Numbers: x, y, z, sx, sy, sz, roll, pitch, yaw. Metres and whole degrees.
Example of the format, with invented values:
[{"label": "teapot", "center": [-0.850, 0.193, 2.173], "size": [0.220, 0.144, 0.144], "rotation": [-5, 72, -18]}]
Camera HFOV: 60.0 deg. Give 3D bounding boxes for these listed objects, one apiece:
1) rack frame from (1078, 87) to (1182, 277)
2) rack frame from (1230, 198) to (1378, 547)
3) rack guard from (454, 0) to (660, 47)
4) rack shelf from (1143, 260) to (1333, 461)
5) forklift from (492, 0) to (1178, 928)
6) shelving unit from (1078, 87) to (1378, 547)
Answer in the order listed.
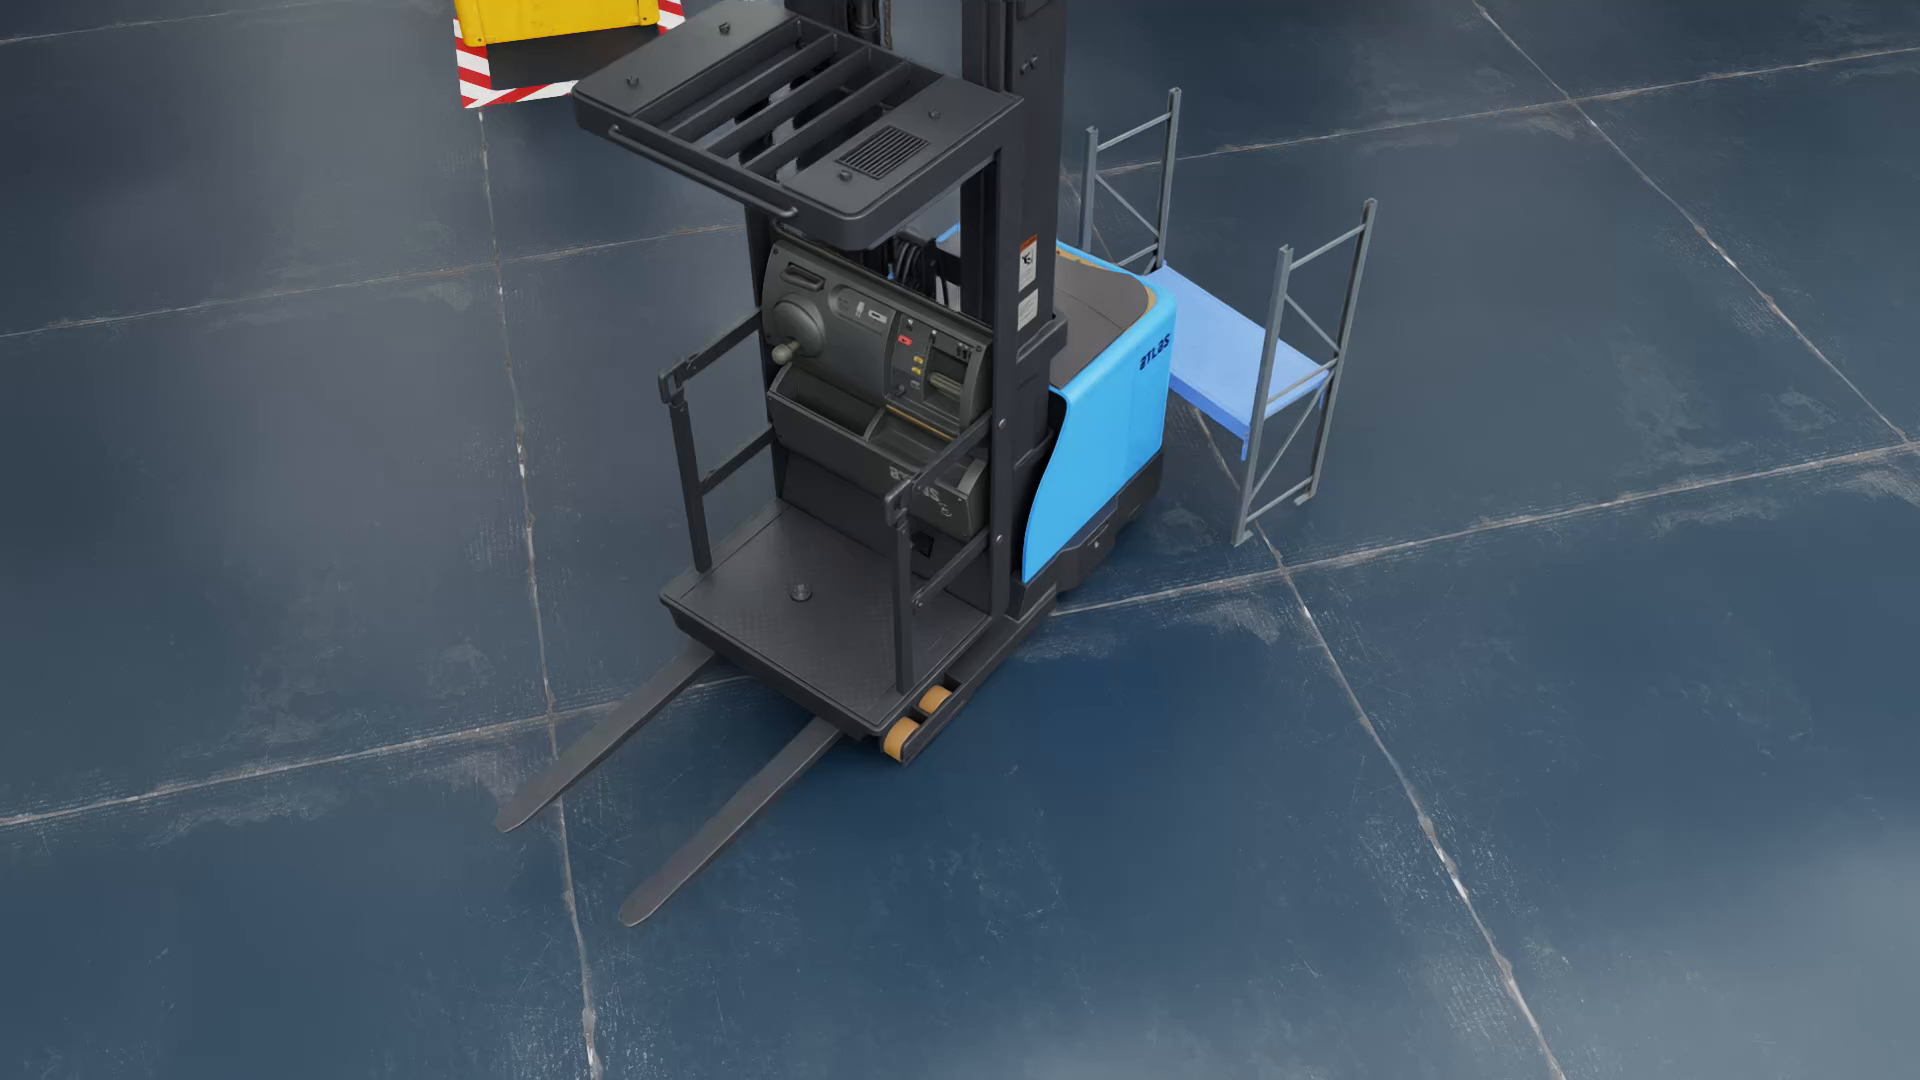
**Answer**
[{"label": "rack frame", "center": [0.688, -1.176, 7.103], "size": [0.500, 1.500, 0.032], "rotation": [-31, 53, -27]}, {"label": "rack frame", "center": [1.337, -0.617, 6.556], "size": [0.500, 1.500, 0.032], "rotation": [-31, 53, -27]}, {"label": "rack guard", "center": [-2.417, -3.317, 9.901], "size": [1.175, 0.500, 0.348], "rotation": [-11, 47, -10]}, {"label": "rack shelf", "center": [1.013, -0.771, 6.958], "size": [0.538, 0.185, 1.000], "rotation": [-31, 53, -27]}, {"label": "forklift", "center": [-0.431, -0.604, 5.540], "size": [1.130, 2.935, 3.031], "rotation": [29, 52, 25]}, {"label": "shelving unit", "center": [1.013, -0.897, 6.829], "size": [0.538, 1.500, 1.048], "rotation": [-31, 53, -27]}]
